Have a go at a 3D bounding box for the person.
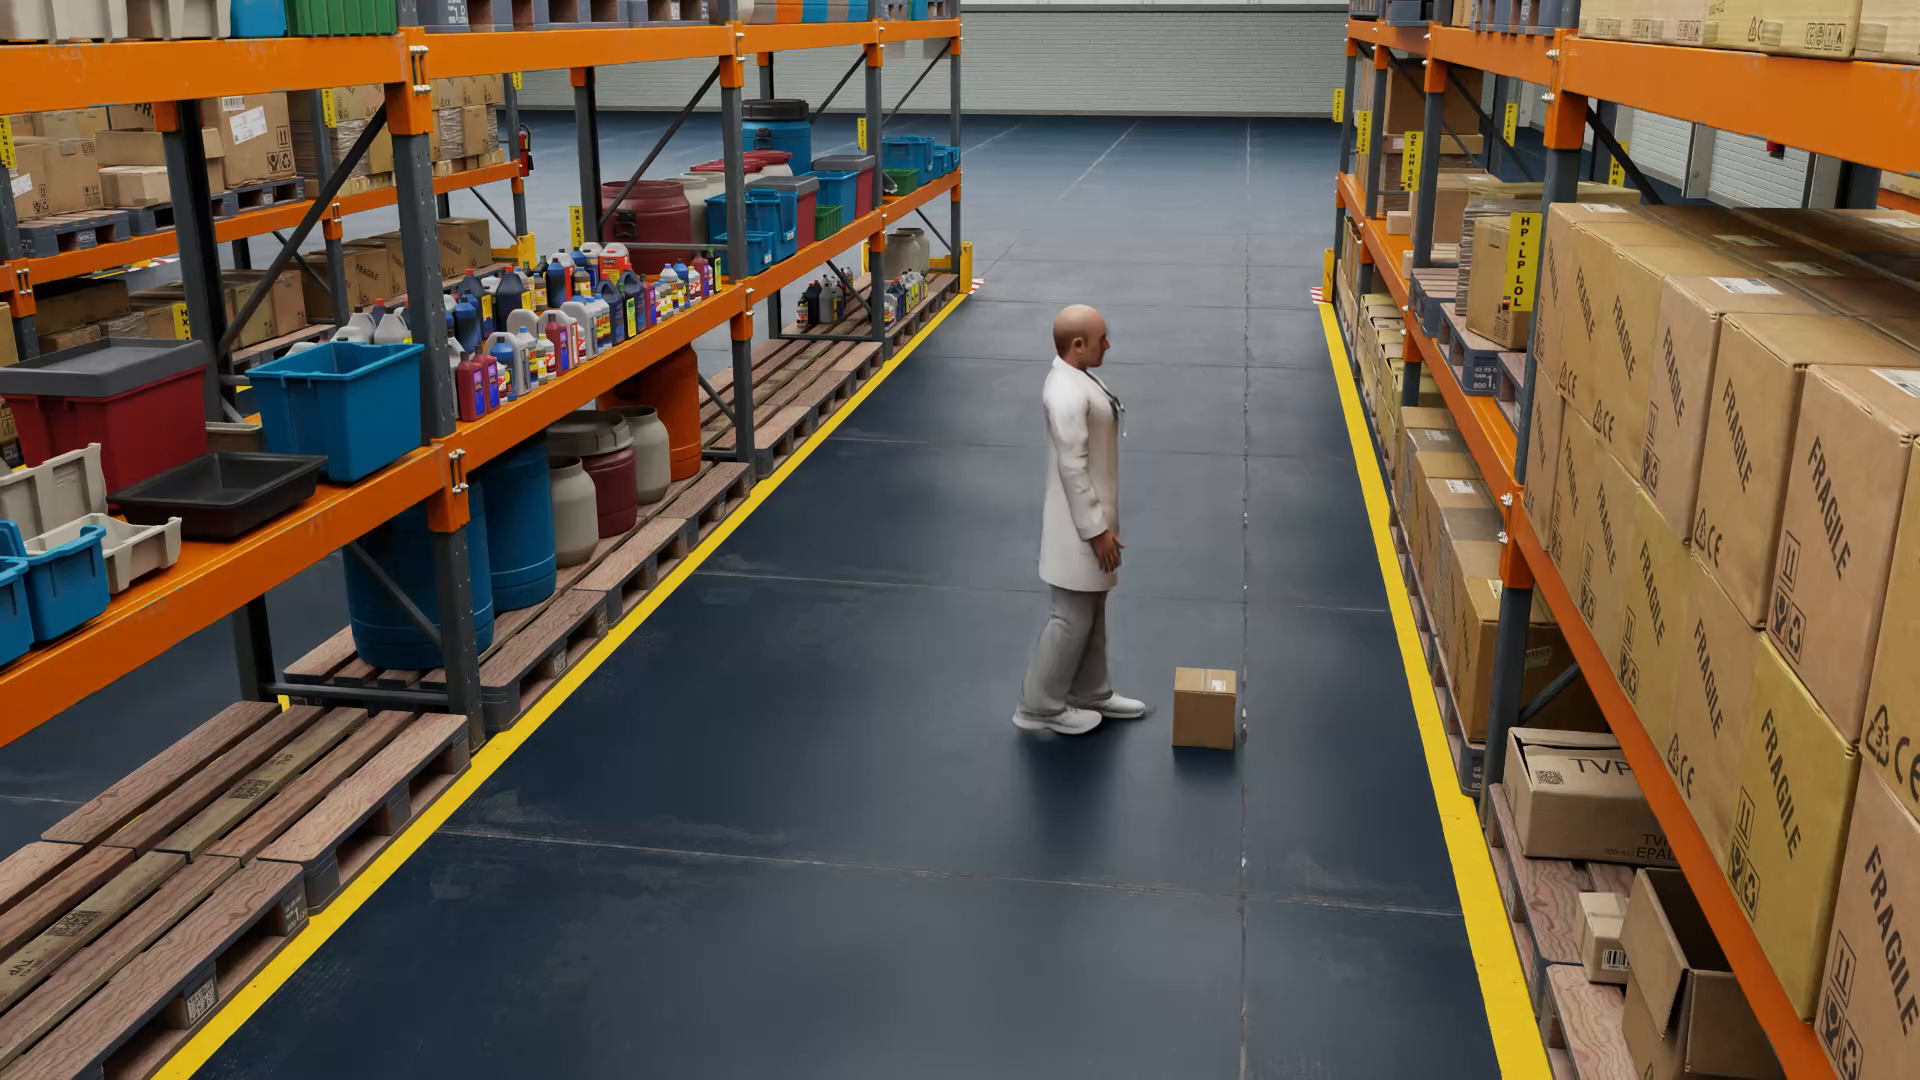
[{"bbox_3d":[0.507,-0.068,6.771,0.570,1.794,0.596,1,18,2],"label":"person"}]
